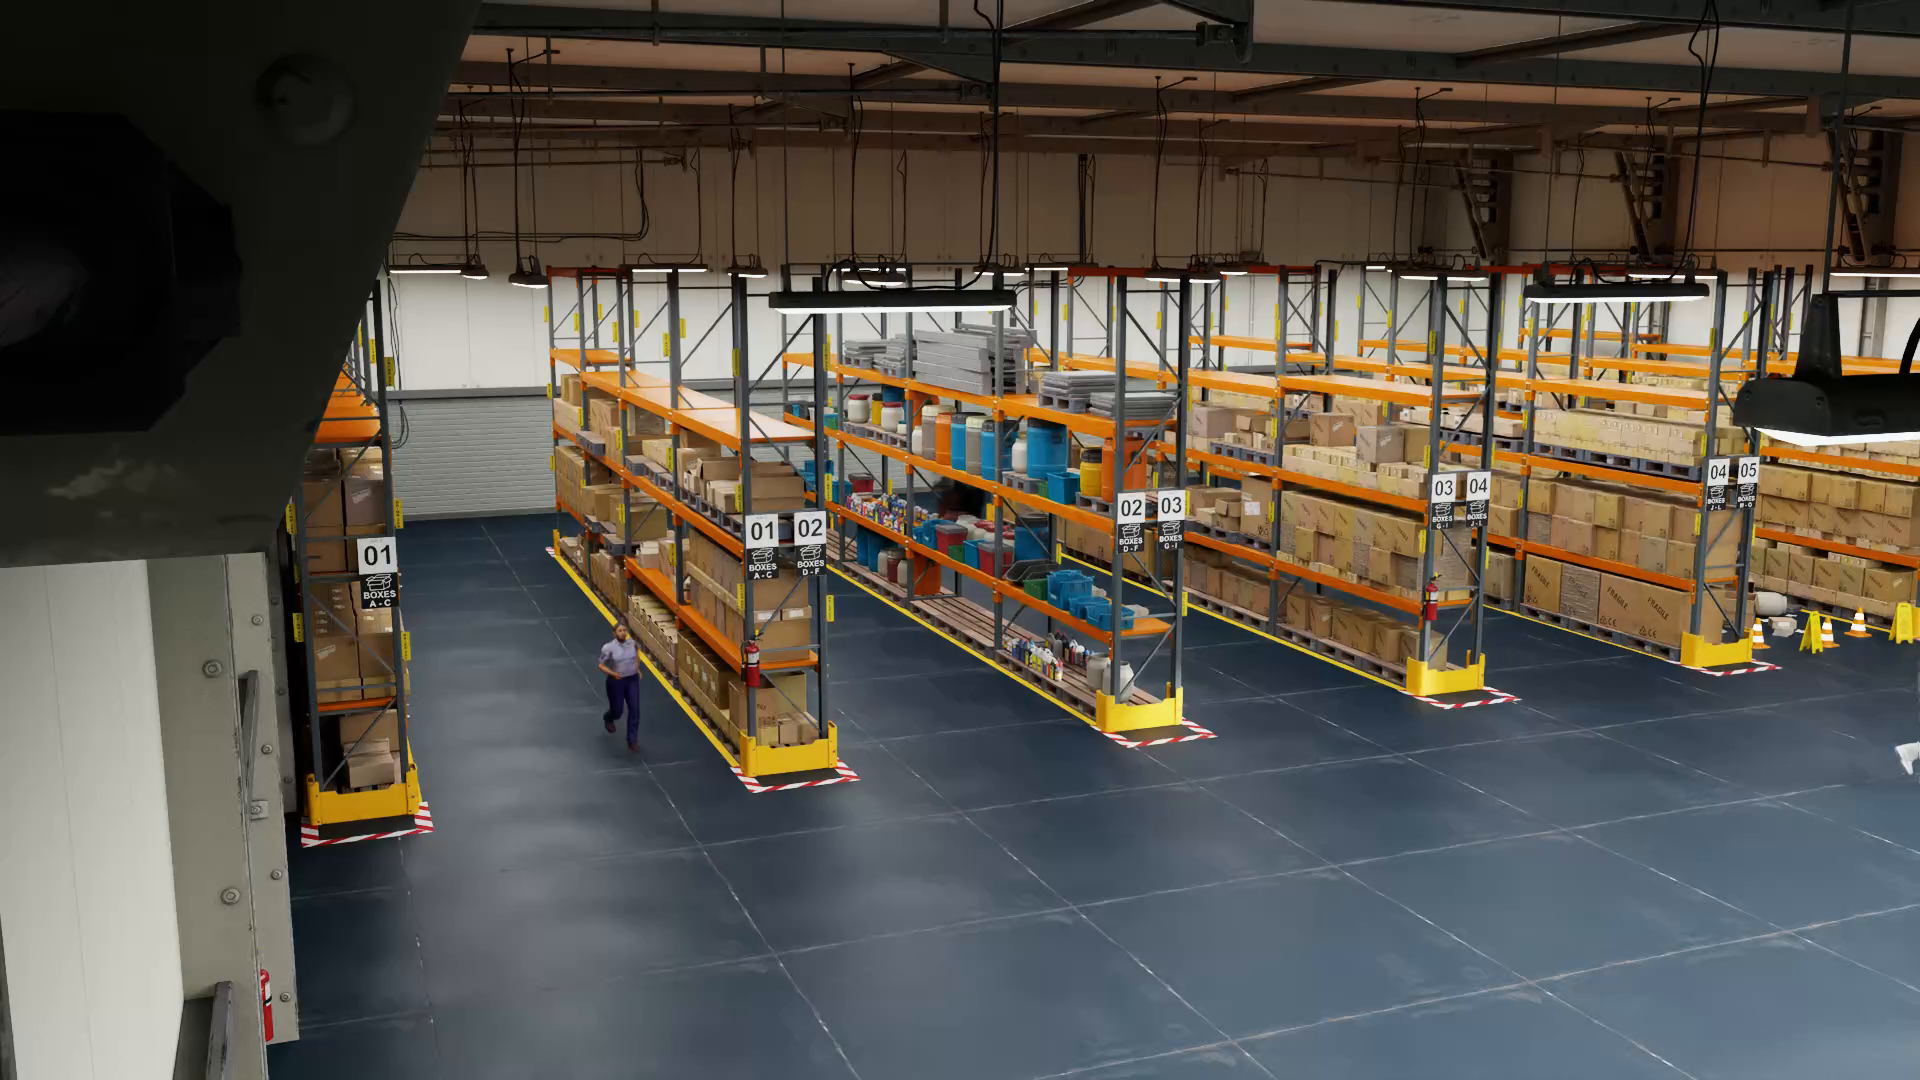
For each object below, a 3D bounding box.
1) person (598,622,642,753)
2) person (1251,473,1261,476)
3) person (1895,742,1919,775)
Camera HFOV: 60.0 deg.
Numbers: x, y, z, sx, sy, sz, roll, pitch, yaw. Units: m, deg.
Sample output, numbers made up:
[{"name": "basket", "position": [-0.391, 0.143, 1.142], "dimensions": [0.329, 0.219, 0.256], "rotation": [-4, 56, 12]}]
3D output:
[{"name": "person", "position": [-4.338, 1.854, 21.359], "dimensions": [0.607, 1.640, 0.849], "rotation": [-6, 12, -32]}, {"name": "person", "position": [6.286, -0.609, 35.197], "dimensions": [0.677, 1.737, 0.808], "rotation": [-4, 11, -24]}, {"name": "person", "position": [11.572, 2.107, 19.687], "dimensions": [0.620, 1.718, 0.694], "rotation": [1, 10, 8]}]
